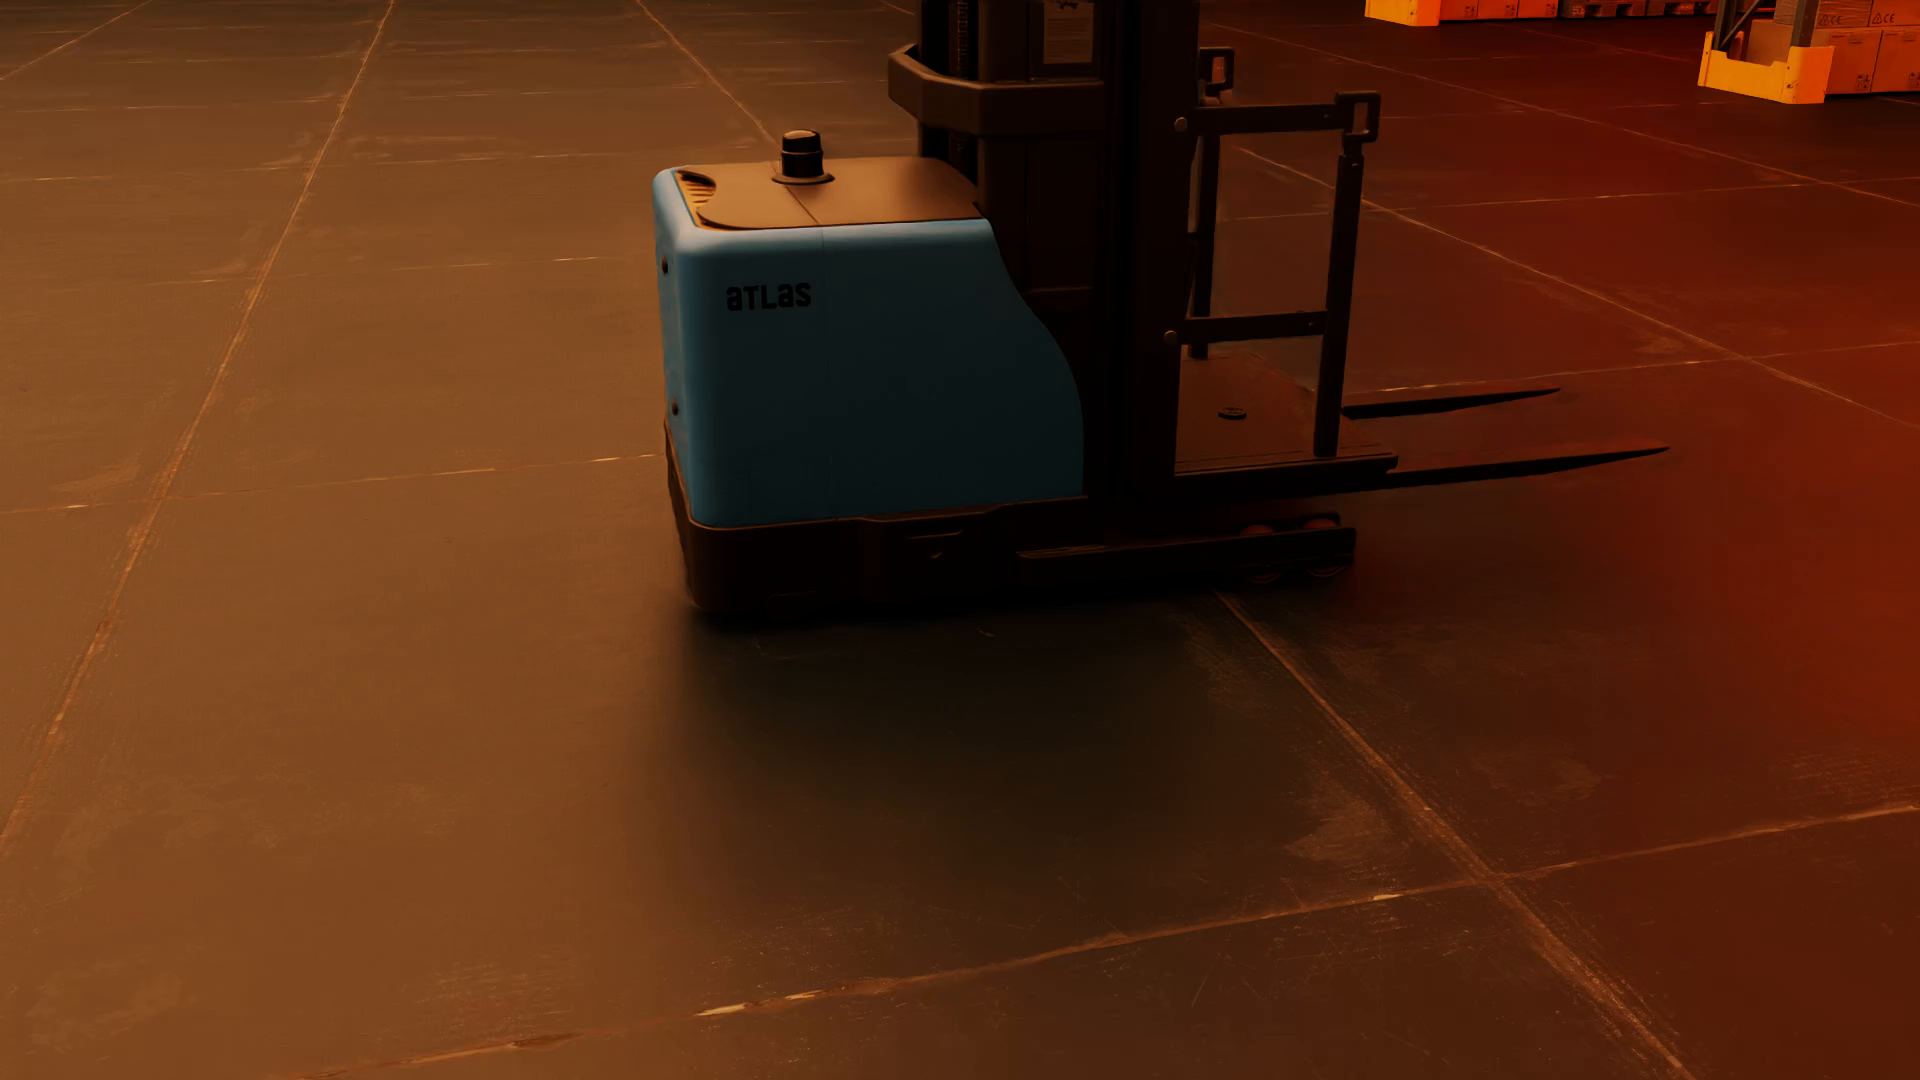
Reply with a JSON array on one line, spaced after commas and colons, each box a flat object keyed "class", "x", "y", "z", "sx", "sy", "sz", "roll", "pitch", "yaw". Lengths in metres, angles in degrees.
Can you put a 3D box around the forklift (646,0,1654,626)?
[{"class": "forklift", "x": 0.648, "y": -1.430, "z": 4.669, "sx": 3.031, "sy": 2.935, "sz": 1.130, "roll": -6, "pitch": 24, "yaw": -15}]
